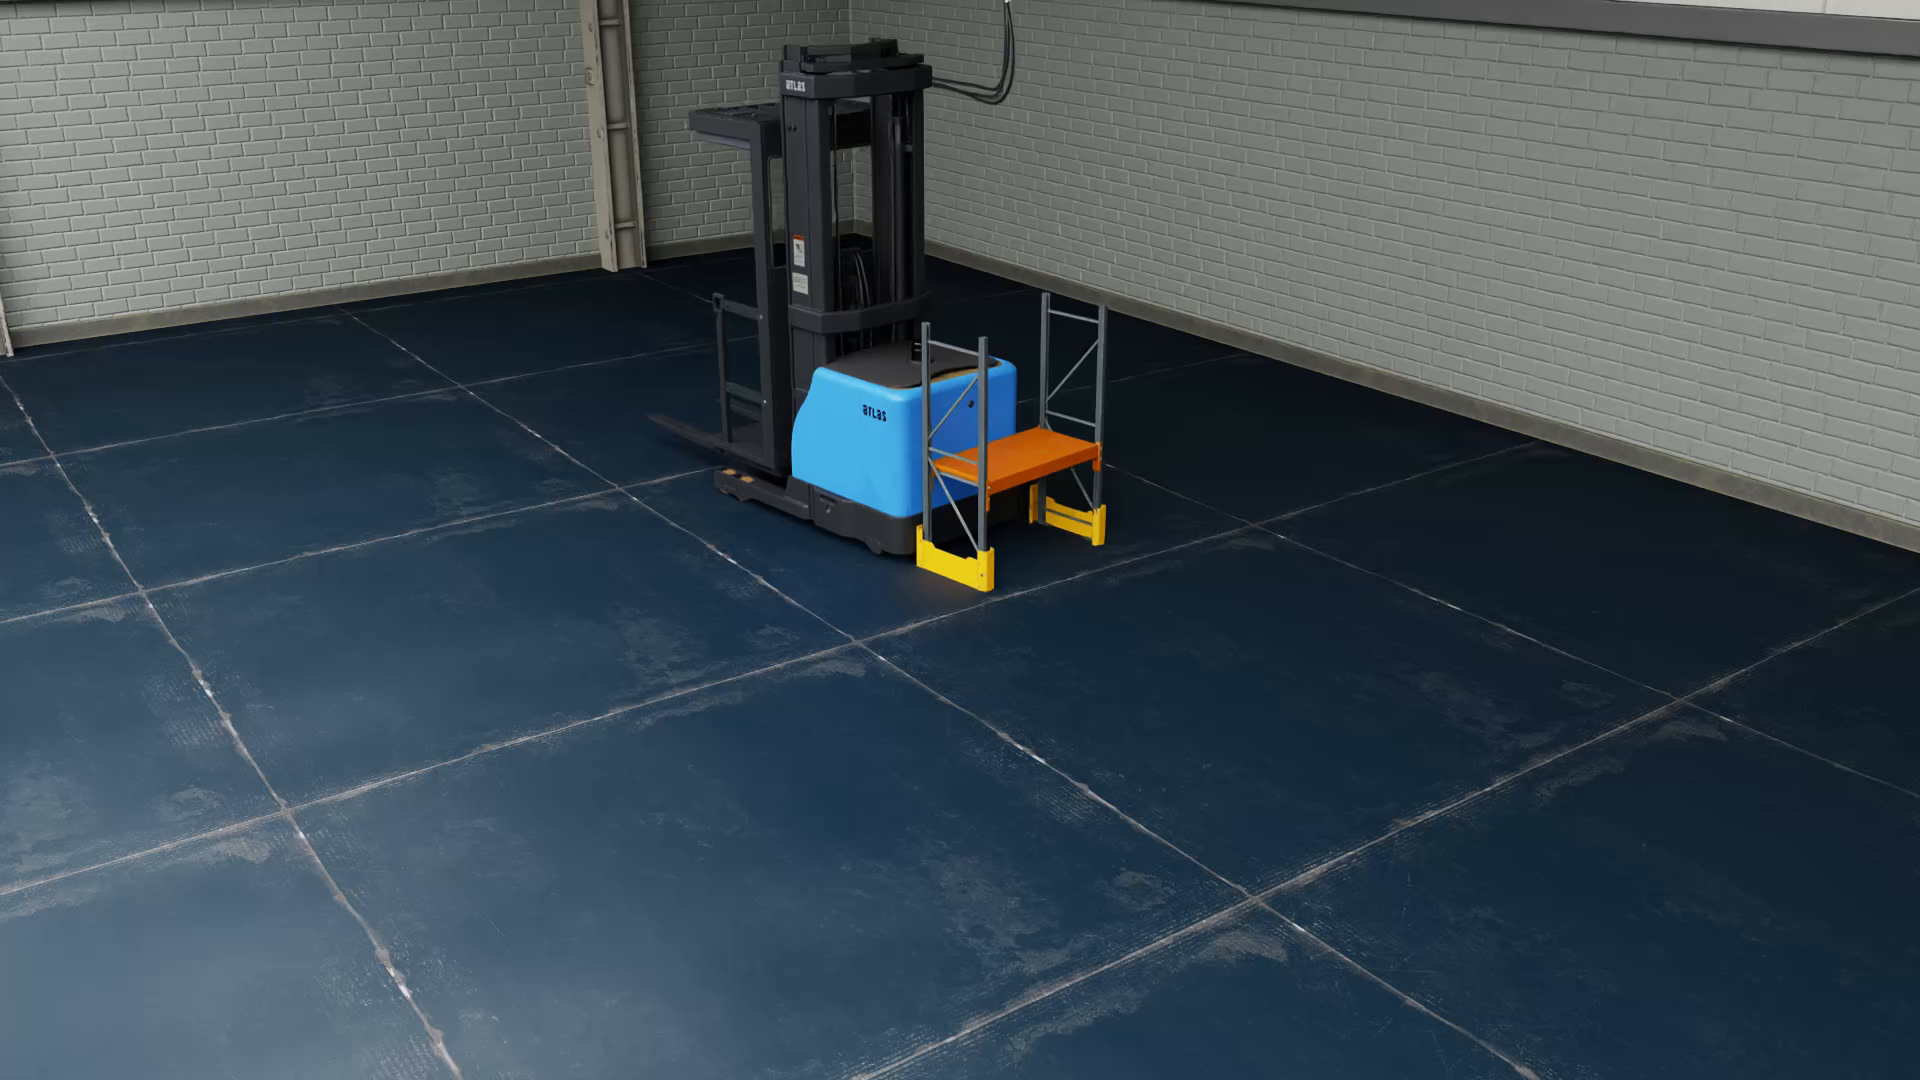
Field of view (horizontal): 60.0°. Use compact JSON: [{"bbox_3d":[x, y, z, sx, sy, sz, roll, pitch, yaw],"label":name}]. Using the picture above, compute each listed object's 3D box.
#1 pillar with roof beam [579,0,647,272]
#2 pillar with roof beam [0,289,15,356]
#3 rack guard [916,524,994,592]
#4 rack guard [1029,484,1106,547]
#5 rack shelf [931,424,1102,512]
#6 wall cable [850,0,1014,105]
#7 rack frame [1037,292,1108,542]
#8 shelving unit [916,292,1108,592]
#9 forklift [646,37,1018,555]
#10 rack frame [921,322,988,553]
[{"bbox_3d":[-1.052,-5.784,12.749,0.400,9.000,9.100,-15,26,-33],"label":"pillar with roof beam"},{"bbox_3d":[-5.923,-4.485,9.495,0.400,9.000,9.100,-15,26,-33],"label":"pillar with roof beam"},{"bbox_3d":[-0.031,0.102,9.803,0.587,0.250,0.087,20,29,41],"label":"rack guard"},{"bbox_3d":[0.671,-0.160,10.459,0.587,0.250,0.087,20,29,41],"label":"rack guard"},{"bbox_3d":[0.326,-0.444,9.972,0.538,0.185,1.000,20,29,41],"label":"rack shelf"},{"bbox_3d":[-0.403,-5.877,17.172,0.112,2.526,3.097,-15,26,-33],"label":"wall cable"},{"bbox_3d":[0.685,-0.745,10.240,0.500,1.500,0.032,20,29,41],"label":"rack frame"},{"bbox_3d":[0.320,-0.609,9.899,0.587,1.500,1.083,20,29,41],"label":"shelving unit"},{"bbox_3d":[-1.003,-1.731,10.780,1.130,2.935,3.031,-19,29,-39],"label":"forklift"},{"bbox_3d":[-0.032,-0.478,9.570,0.500,1.500,0.032,20,29,41],"label":"rack frame"}]
